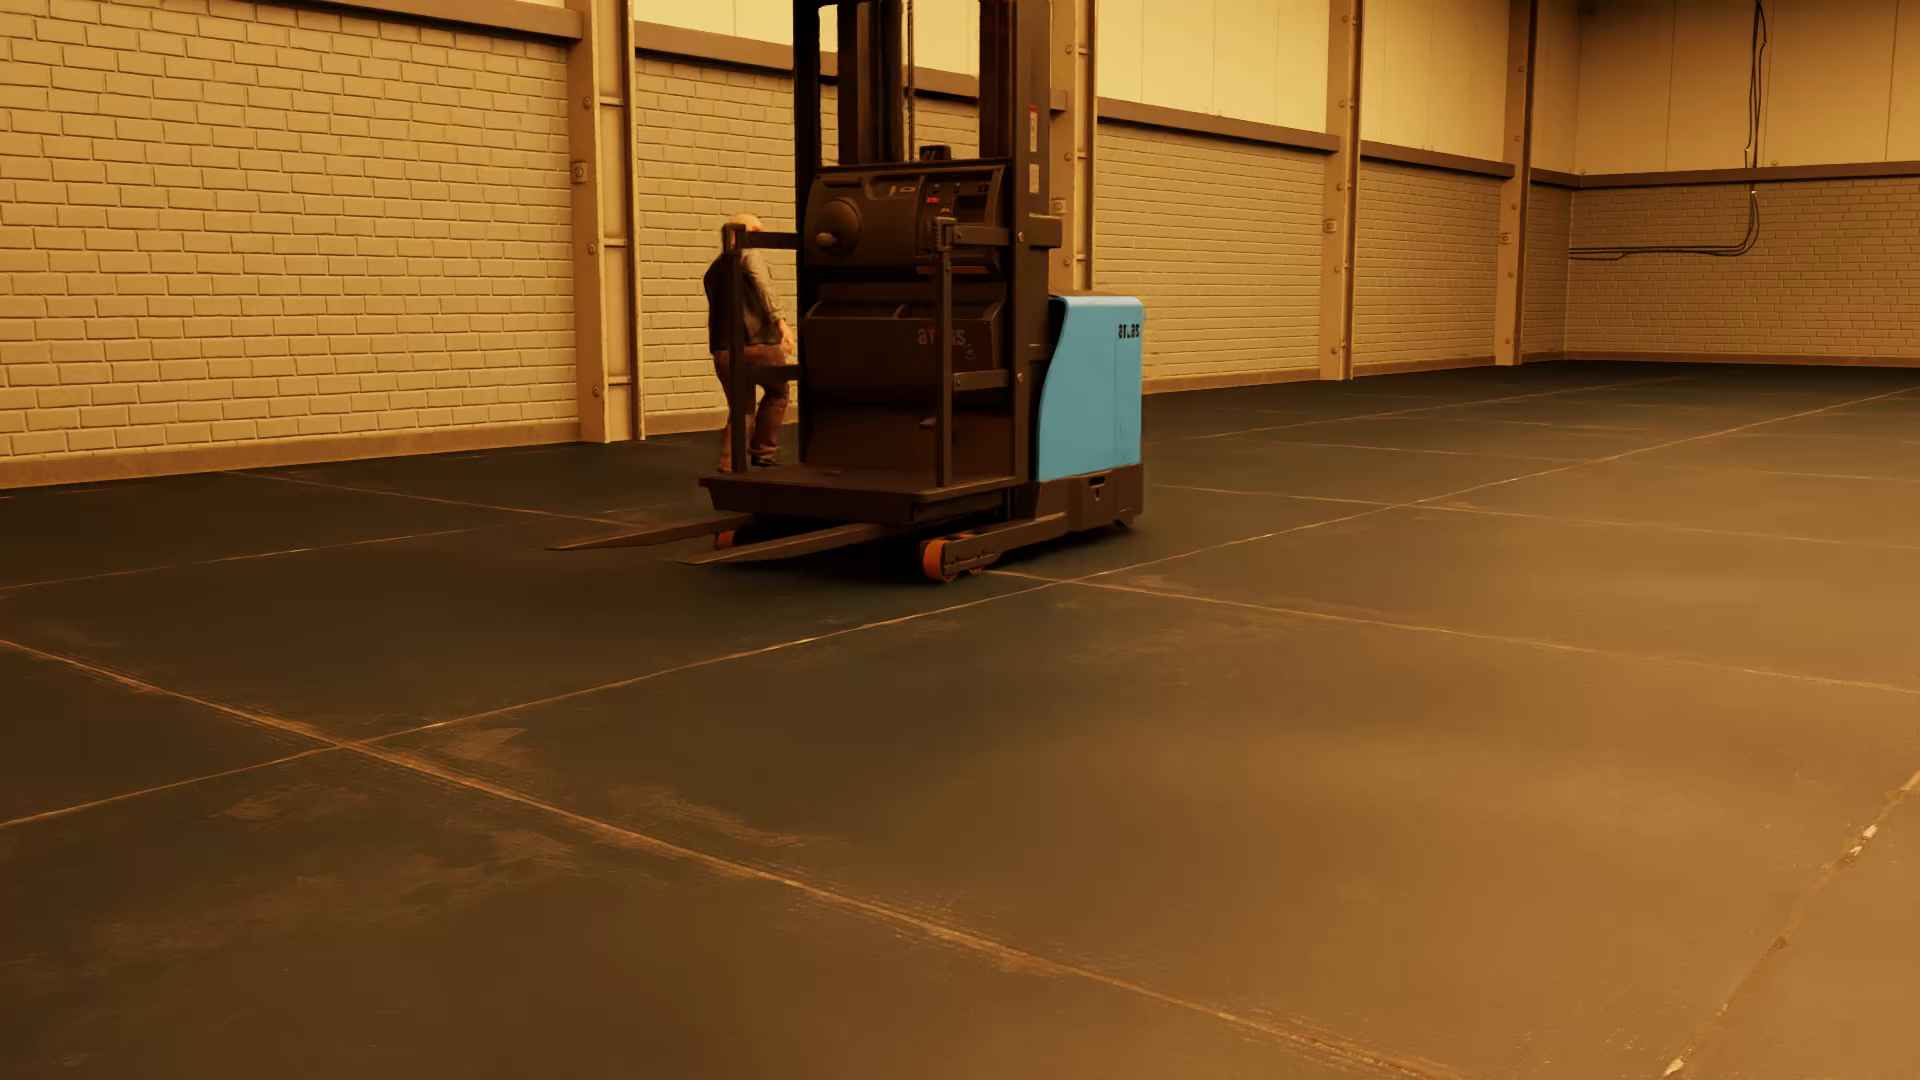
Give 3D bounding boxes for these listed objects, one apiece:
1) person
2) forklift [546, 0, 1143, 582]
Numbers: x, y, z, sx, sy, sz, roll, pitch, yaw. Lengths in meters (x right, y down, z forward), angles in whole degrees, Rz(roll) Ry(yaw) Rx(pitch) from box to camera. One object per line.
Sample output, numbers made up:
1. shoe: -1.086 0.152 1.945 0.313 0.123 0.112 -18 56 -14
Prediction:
1. person: -1.142 -1.130 9.792 0.748 1.567 0.762 4 9 25
2. forklift: -0.345 -1.365 6.611 1.130 2.935 3.031 5 10 31
